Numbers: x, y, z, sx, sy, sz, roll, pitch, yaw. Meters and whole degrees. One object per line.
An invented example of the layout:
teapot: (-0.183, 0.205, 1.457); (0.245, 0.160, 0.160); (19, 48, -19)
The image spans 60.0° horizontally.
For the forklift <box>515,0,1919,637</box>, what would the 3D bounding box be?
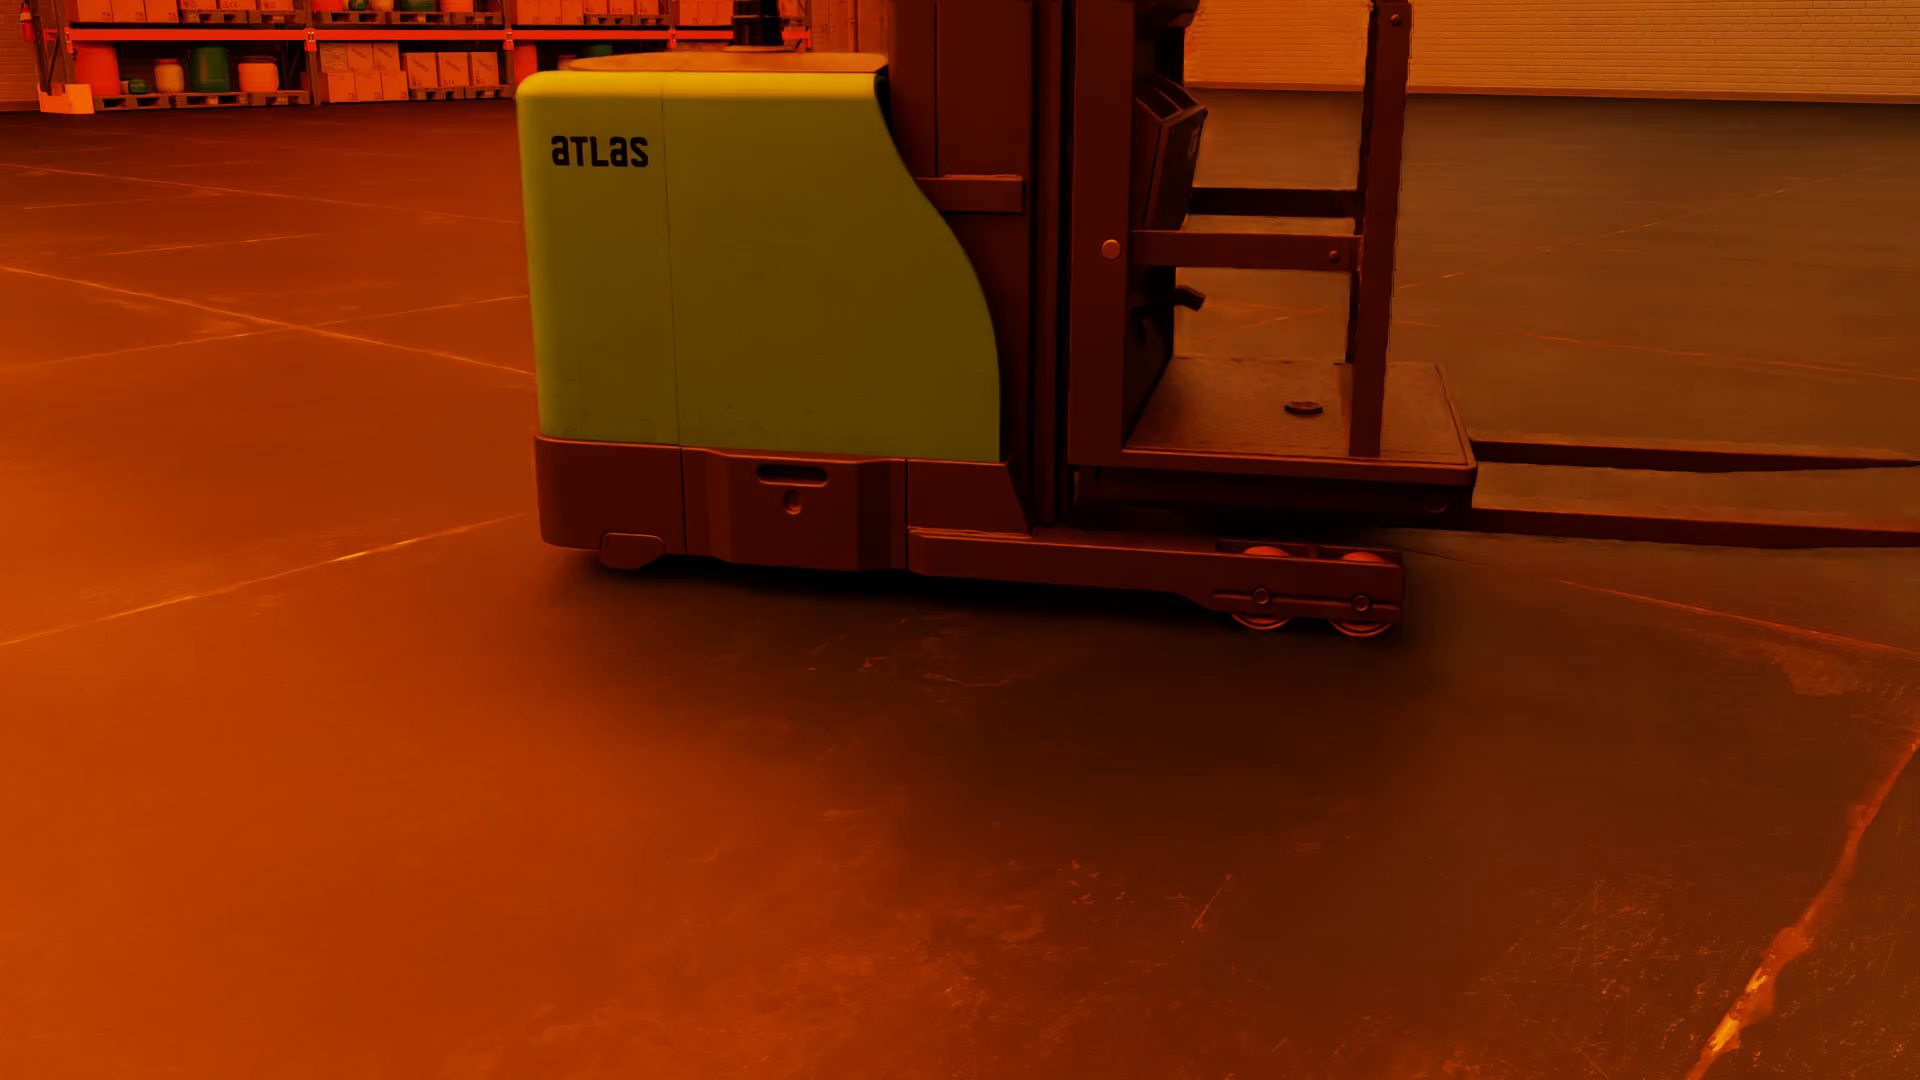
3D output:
forklift: (0.632, -1.378, 3.437); (3.031, 2.935, 1.130); (4, 17, 12)
